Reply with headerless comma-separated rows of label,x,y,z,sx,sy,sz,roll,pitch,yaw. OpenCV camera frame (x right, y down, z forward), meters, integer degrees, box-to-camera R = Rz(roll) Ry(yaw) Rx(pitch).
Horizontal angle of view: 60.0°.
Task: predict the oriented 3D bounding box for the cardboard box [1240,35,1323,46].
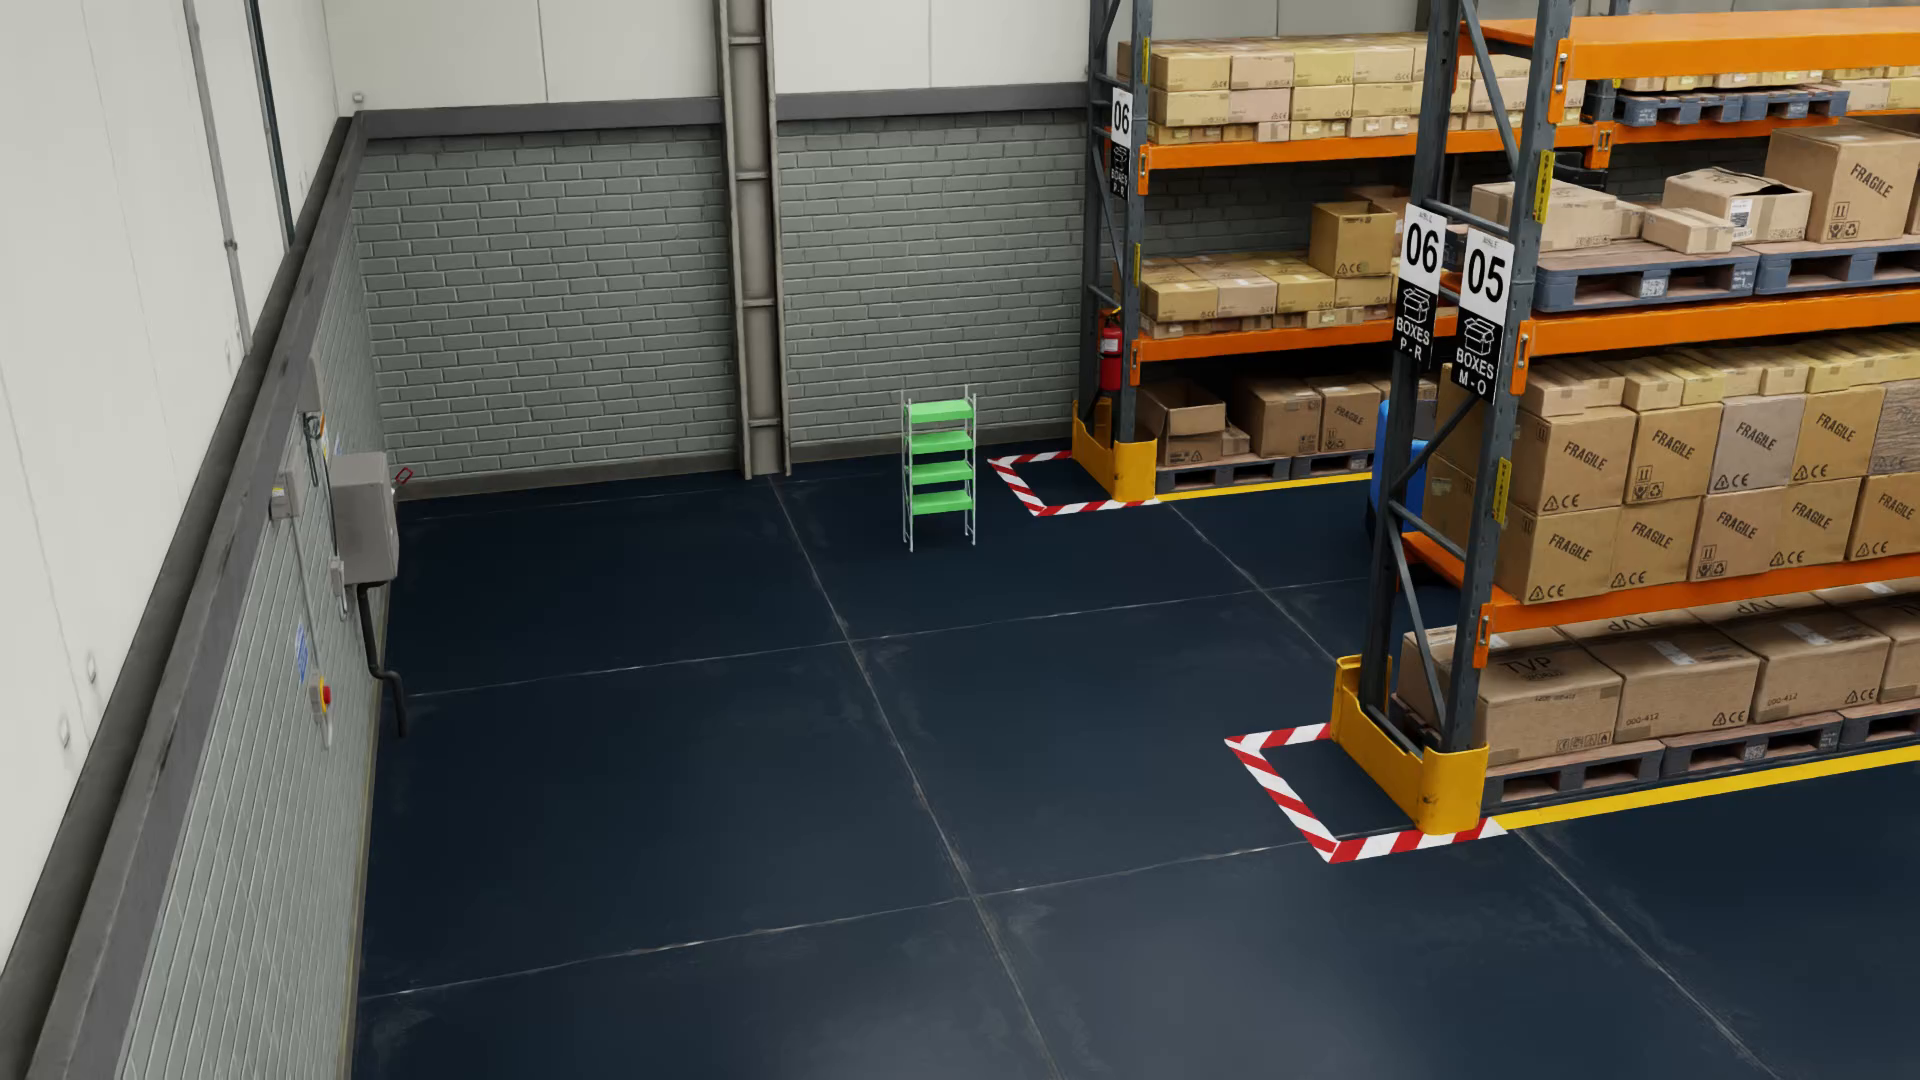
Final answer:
cardboard box,2.544,-3.848,13.220,0.500,0.250,0.500,-6,24,-14

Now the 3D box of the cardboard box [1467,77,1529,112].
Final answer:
cardboard box,4.154,-3.572,13.209,0.500,0.250,0.500,-7,24,-16

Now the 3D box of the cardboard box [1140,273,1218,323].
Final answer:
cardboard box,1.707,-1.919,13.161,0.500,0.250,0.500,-6,24,-14

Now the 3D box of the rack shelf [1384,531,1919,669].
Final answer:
rack shelf,4.467,0.097,9.563,4.000,0.370,1.077,-6,24,-14

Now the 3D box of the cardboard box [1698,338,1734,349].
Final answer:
cardboard box,4.047,-1.095,9.212,0.250,0.149,0.380,-6,24,-13

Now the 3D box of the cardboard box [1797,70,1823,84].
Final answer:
cardboard box,6.917,-3.887,13.791,0.250,0.149,0.380,-6,24,-13

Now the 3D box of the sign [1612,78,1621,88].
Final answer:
sign,5.203,-3.742,13.137,0.005,0.325,0.100,-6,24,-14

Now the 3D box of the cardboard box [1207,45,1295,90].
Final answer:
cardboard box,2.187,-3.580,12.594,0.500,0.250,0.500,-6,24,-15

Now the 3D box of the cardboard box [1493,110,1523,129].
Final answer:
cardboard box,4.285,-3.394,13.299,0.250,0.149,0.380,-6,24,-13

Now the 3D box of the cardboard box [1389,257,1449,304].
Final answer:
cardboard box,3.662,-2.145,13.688,0.500,0.250,0.500,-6,24,-15

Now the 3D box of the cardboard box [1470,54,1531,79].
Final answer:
cardboard box,4.141,-3.805,13.118,0.500,0.250,0.500,-7,24,-15

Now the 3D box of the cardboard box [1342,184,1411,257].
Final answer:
cardboard box,3.543,-2.686,13.998,0.500,0.500,0.500,-7,24,-16

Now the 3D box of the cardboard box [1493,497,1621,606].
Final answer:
cardboard box,3.081,-0.009,8.770,0.500,0.500,0.500,-7,24,-15

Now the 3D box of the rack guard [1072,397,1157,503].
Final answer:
rack guard,1.270,-0.764,13.828,0.348,0.500,1.175,-6,24,-14

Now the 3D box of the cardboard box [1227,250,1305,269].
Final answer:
cardboard box,2.543,-2.228,13.882,0.500,0.250,0.500,-6,24,-13

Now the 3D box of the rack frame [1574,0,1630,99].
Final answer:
rack frame,5.049,-5.088,13.126,0.127,3.000,1.000,-6,24,-14

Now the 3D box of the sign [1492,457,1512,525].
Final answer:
sign,2.686,-0.244,8.246,0.005,0.325,0.100,-6,24,-14

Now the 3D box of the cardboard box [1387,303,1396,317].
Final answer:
cardboard box,3.544,-1.972,13.792,0.250,0.149,0.380,-6,24,-14

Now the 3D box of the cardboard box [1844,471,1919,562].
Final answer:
cardboard box,5.041,-0.231,9.287,0.500,0.500,0.500,-7,24,-15

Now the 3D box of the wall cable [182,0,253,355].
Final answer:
wall cable,-2.859,-2.065,6.081,0.029,3.000,0.463,-6,24,-14

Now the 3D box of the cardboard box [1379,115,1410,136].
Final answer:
cardboard box,3.308,-3.269,13.008,0.250,0.149,0.380,-6,24,-13

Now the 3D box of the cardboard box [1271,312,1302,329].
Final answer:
cardboard box,2.578,-1.840,13.484,0.250,0.149,0.380,-6,24,-14

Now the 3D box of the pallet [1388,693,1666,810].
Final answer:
pallet,3.290,1.146,9.743,1.213,0.211,1.003,-6,24,-14

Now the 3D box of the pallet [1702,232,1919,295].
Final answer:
pallet,4.430,-1.573,8.851,1.213,0.211,1.003,-6,24,-14

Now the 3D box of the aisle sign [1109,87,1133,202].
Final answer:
aisle sign,1.211,-2.981,12.527,0.004,0.787,0.394,-6,24,-14

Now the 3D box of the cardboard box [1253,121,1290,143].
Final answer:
cardboard box,2.332,-3.160,12.755,0.250,0.149,0.380,-6,24,-13

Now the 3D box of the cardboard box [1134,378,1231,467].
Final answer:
cardboard box,1.812,-0.980,13.793,0.637,0.503,0.797,-7,24,-16

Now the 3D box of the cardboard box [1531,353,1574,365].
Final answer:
cardboard box,3.071,-0.975,8.931,0.250,0.149,0.380,-6,24,-13

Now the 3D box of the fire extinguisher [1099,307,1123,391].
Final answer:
fire extinguisher,1.180,-1.507,12.959,0.183,0.674,0.296,-6,24,-14

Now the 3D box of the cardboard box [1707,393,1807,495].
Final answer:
cardboard box,4.070,-0.585,8.844,0.500,0.500,0.500,-6,24,-15

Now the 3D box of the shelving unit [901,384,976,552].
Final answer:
shelving unit,-0.159,-0.534,12.402,0.503,1.200,0.258,-6,24,-14

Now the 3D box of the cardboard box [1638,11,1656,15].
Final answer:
cardboard box,5.570,-4.260,13.756,0.258,0.266,0.396,-6,24,-14

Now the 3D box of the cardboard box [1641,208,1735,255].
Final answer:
cardboard box,3.651,-1.551,8.347,0.250,0.149,0.380,-5,24,-12

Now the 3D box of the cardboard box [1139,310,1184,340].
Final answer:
cardboard box,1.588,-1.720,13.204,0.250,0.149,0.380,-6,24,-15

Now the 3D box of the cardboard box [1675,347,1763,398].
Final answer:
cardboard box,3.960,-0.879,8.708,0.250,0.149,0.380,-6,24,-14

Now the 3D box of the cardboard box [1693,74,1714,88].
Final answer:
cardboard box,5.920,-3.792,13.570,0.250,0.149,0.380,-6,24,-14

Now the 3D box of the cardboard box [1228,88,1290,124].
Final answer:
cardboard box,2.182,-3.357,12.708,0.500,0.250,0.500,-6,24,-13

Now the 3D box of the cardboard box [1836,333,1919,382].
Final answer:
cardboard box,4.934,-0.985,8.954,0.250,0.149,0.380,-7,24,-15

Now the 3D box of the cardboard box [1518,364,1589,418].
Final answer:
cardboard box,2.958,-0.757,8.423,0.250,0.149,0.380,-6,24,-13

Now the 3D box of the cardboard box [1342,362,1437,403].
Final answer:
cardboard box,3.645,-1.165,14.230,0.500,0.500,0.700,-7,24,-16

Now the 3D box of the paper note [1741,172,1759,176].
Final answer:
paper note,4.407,-2.039,9.286,0.123,0.032,0.006,-6,24,-14

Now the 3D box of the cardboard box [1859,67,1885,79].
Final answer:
cardboard box,7.628,-4.032,14.153,0.250,0.149,0.380,-6,24,-14

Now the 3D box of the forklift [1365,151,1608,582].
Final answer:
forklift,4.582,-1.180,11.713,3.031,2.935,1.130,2,23,5

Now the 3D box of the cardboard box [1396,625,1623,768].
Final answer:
cardboard box,3.150,0.855,9.600,0.875,0.438,0.875,-7,24,-16

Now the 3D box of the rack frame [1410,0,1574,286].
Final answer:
rack frame,2.542,-2.778,7.742,0.127,3.000,1.000,-6,24,-14

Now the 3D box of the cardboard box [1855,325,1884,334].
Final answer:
cardboard box,5.022,-1.218,9.498,0.250,0.149,0.380,-7,24,-16

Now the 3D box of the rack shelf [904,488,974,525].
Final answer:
rack shelf,-0.159,-0.254,12.522,0.480,0.148,0.258,-6,24,-14
